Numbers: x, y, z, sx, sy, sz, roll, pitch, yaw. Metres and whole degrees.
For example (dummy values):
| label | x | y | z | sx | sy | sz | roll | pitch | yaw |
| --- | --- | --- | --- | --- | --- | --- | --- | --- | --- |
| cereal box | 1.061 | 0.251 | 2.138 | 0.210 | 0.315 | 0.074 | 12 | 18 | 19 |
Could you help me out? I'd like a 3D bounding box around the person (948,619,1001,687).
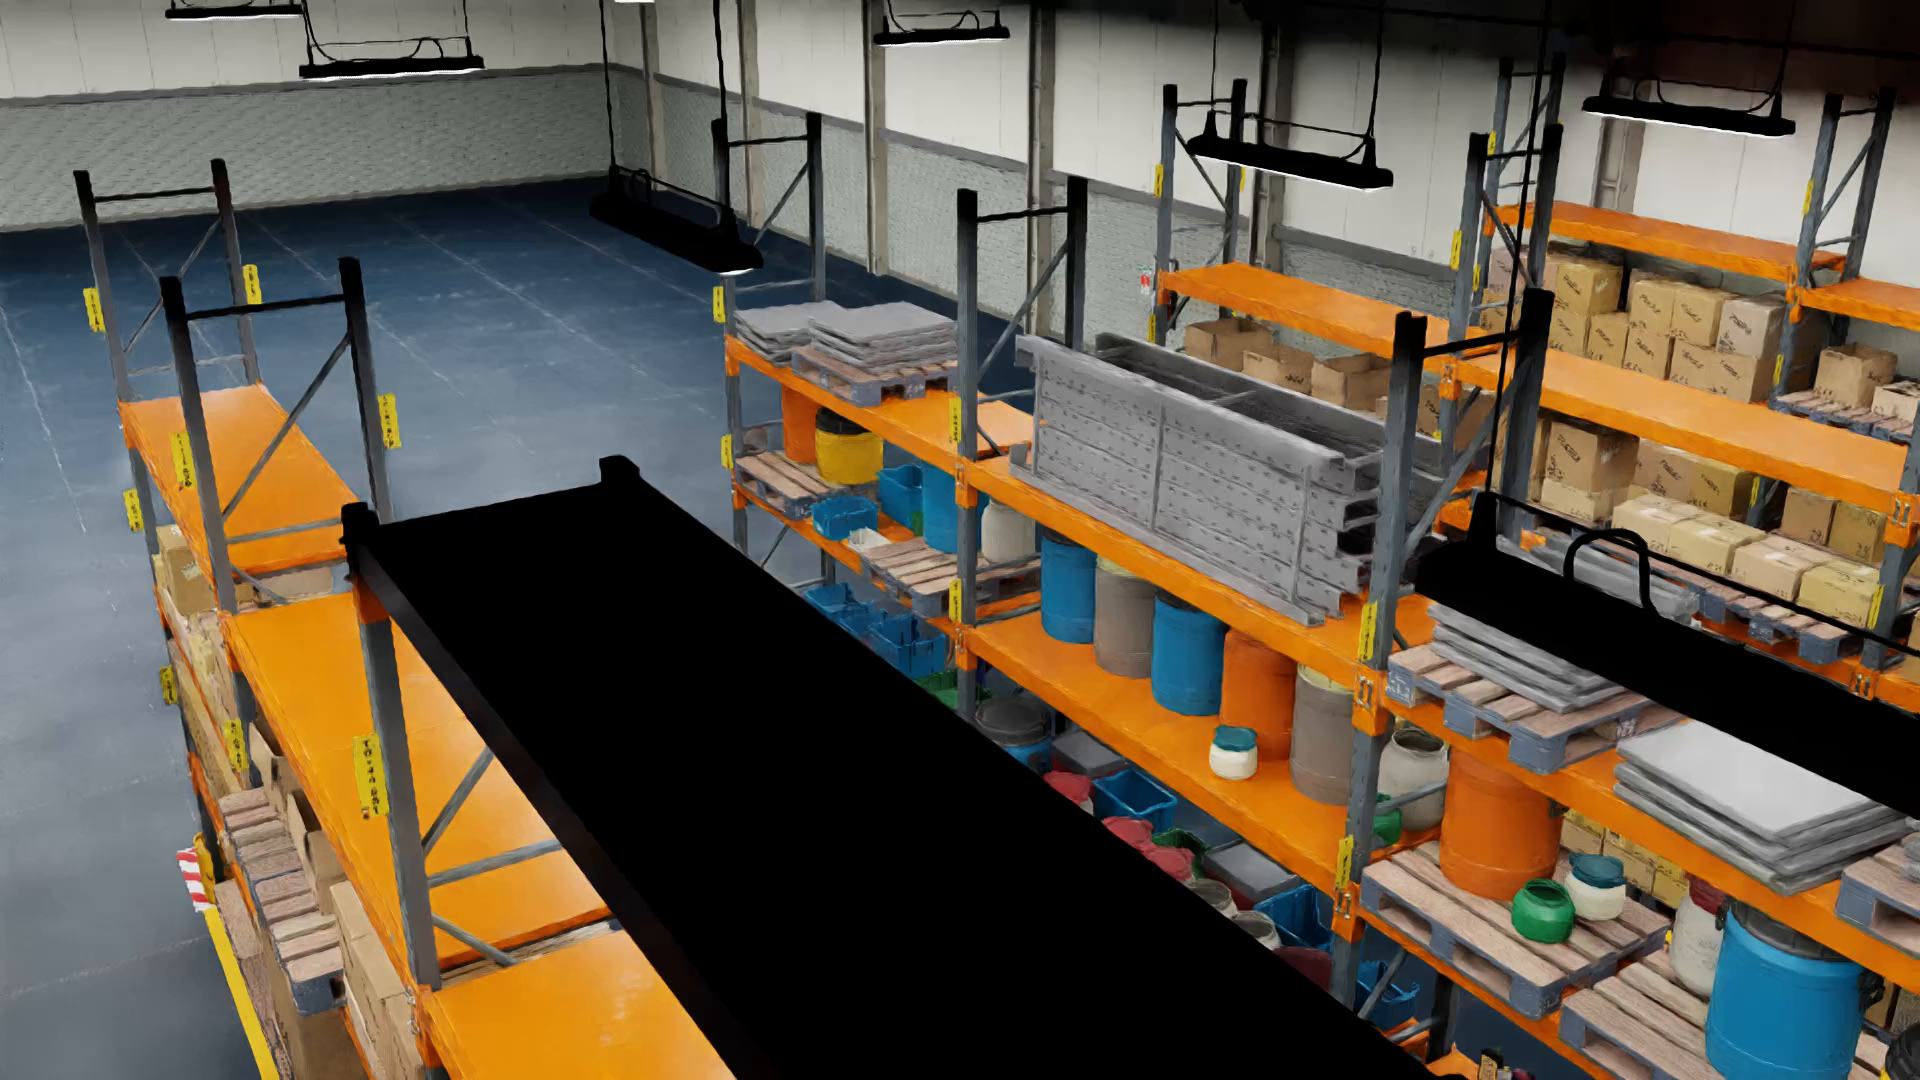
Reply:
| label | x | y | z | sx | sy | sz | roll | pitch | yaw |
| --- | --- | --- | --- | --- | --- | --- | --- | --- | --- |
| person | 0.186 | 1.108 | 16.425 | 0.493 | 1.544 | 0.823 | -14 | 26 | -30 |
